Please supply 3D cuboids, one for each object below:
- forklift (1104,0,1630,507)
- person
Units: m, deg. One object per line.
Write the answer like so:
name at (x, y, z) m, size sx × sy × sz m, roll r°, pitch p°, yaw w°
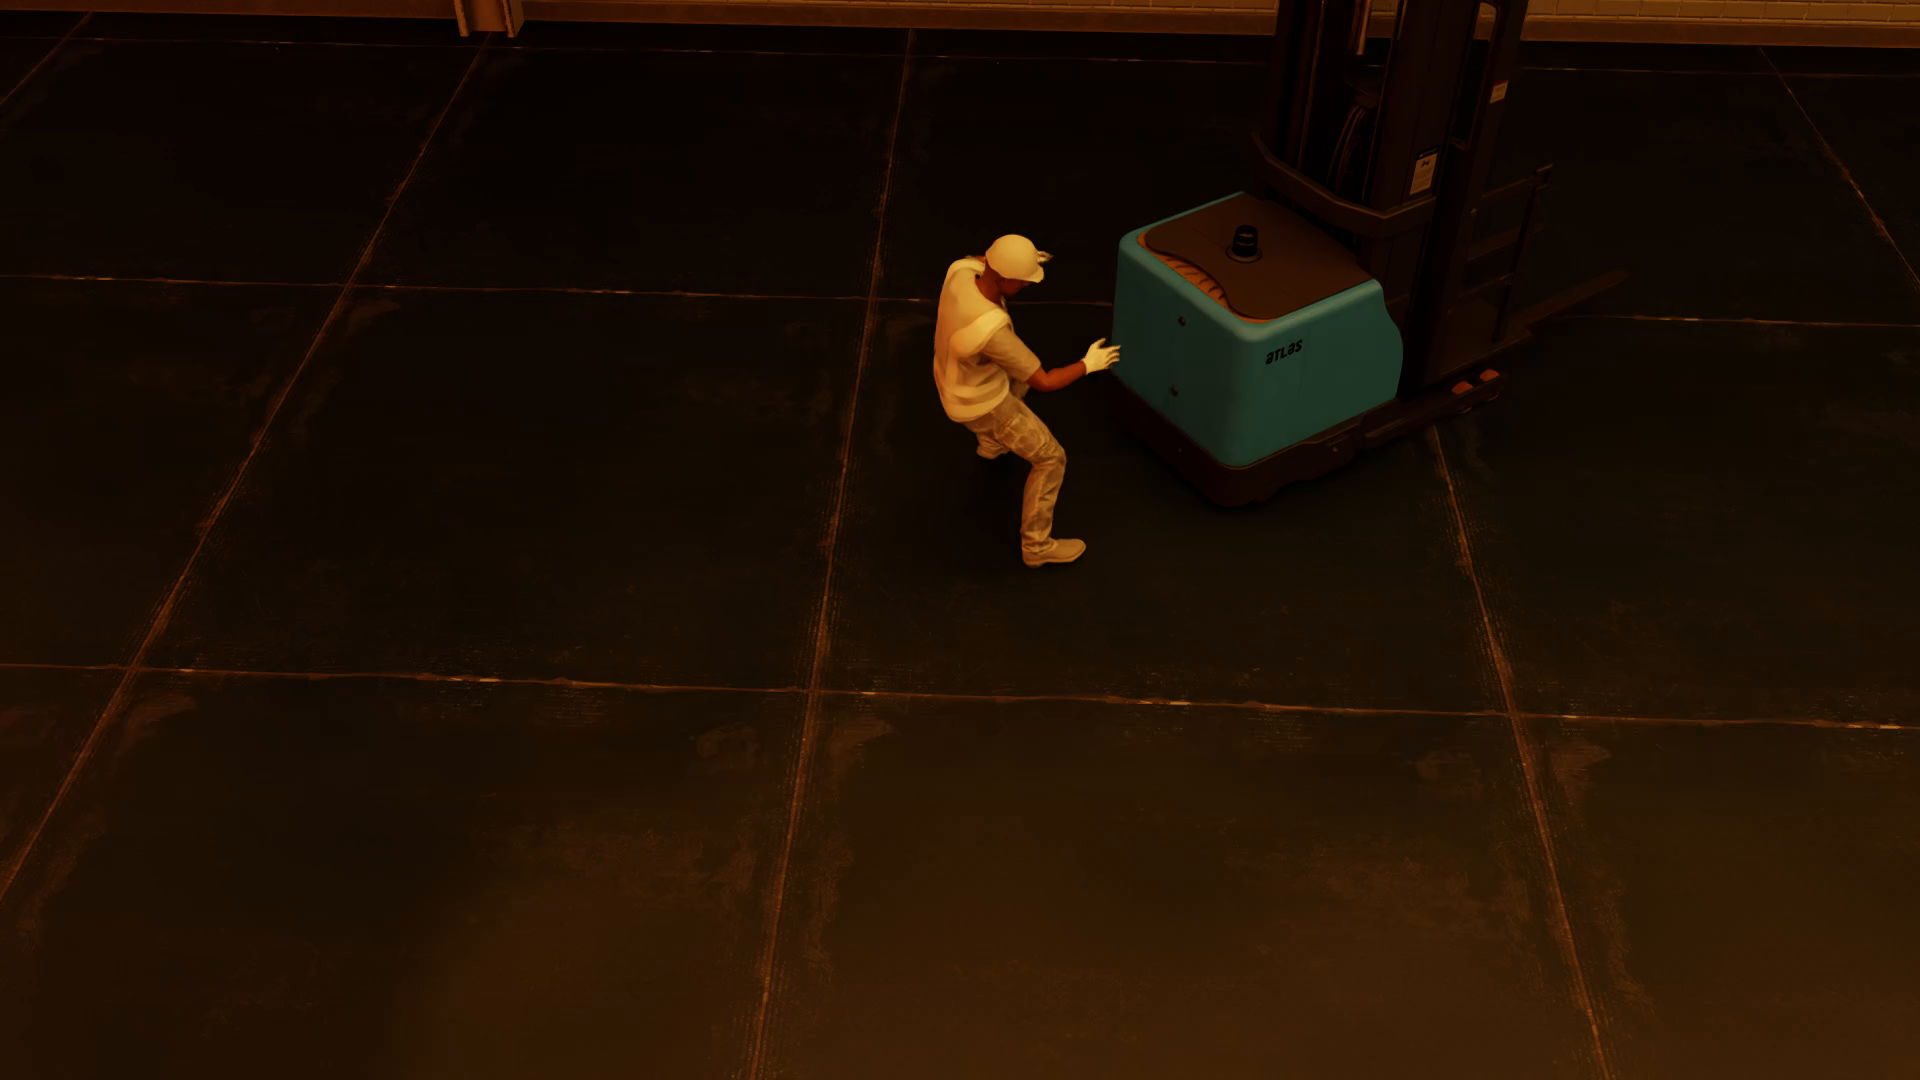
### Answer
forklift at (2.255, -2.013, 7.947) m, size 3.031 × 2.935 × 1.130 m, roll -24°, pitch 47°, yaw -24°
person at (0.284, -0.777, 7.621) m, size 0.792 × 1.552 × 1.040 m, roll -8°, pitch 43°, yaw -9°
